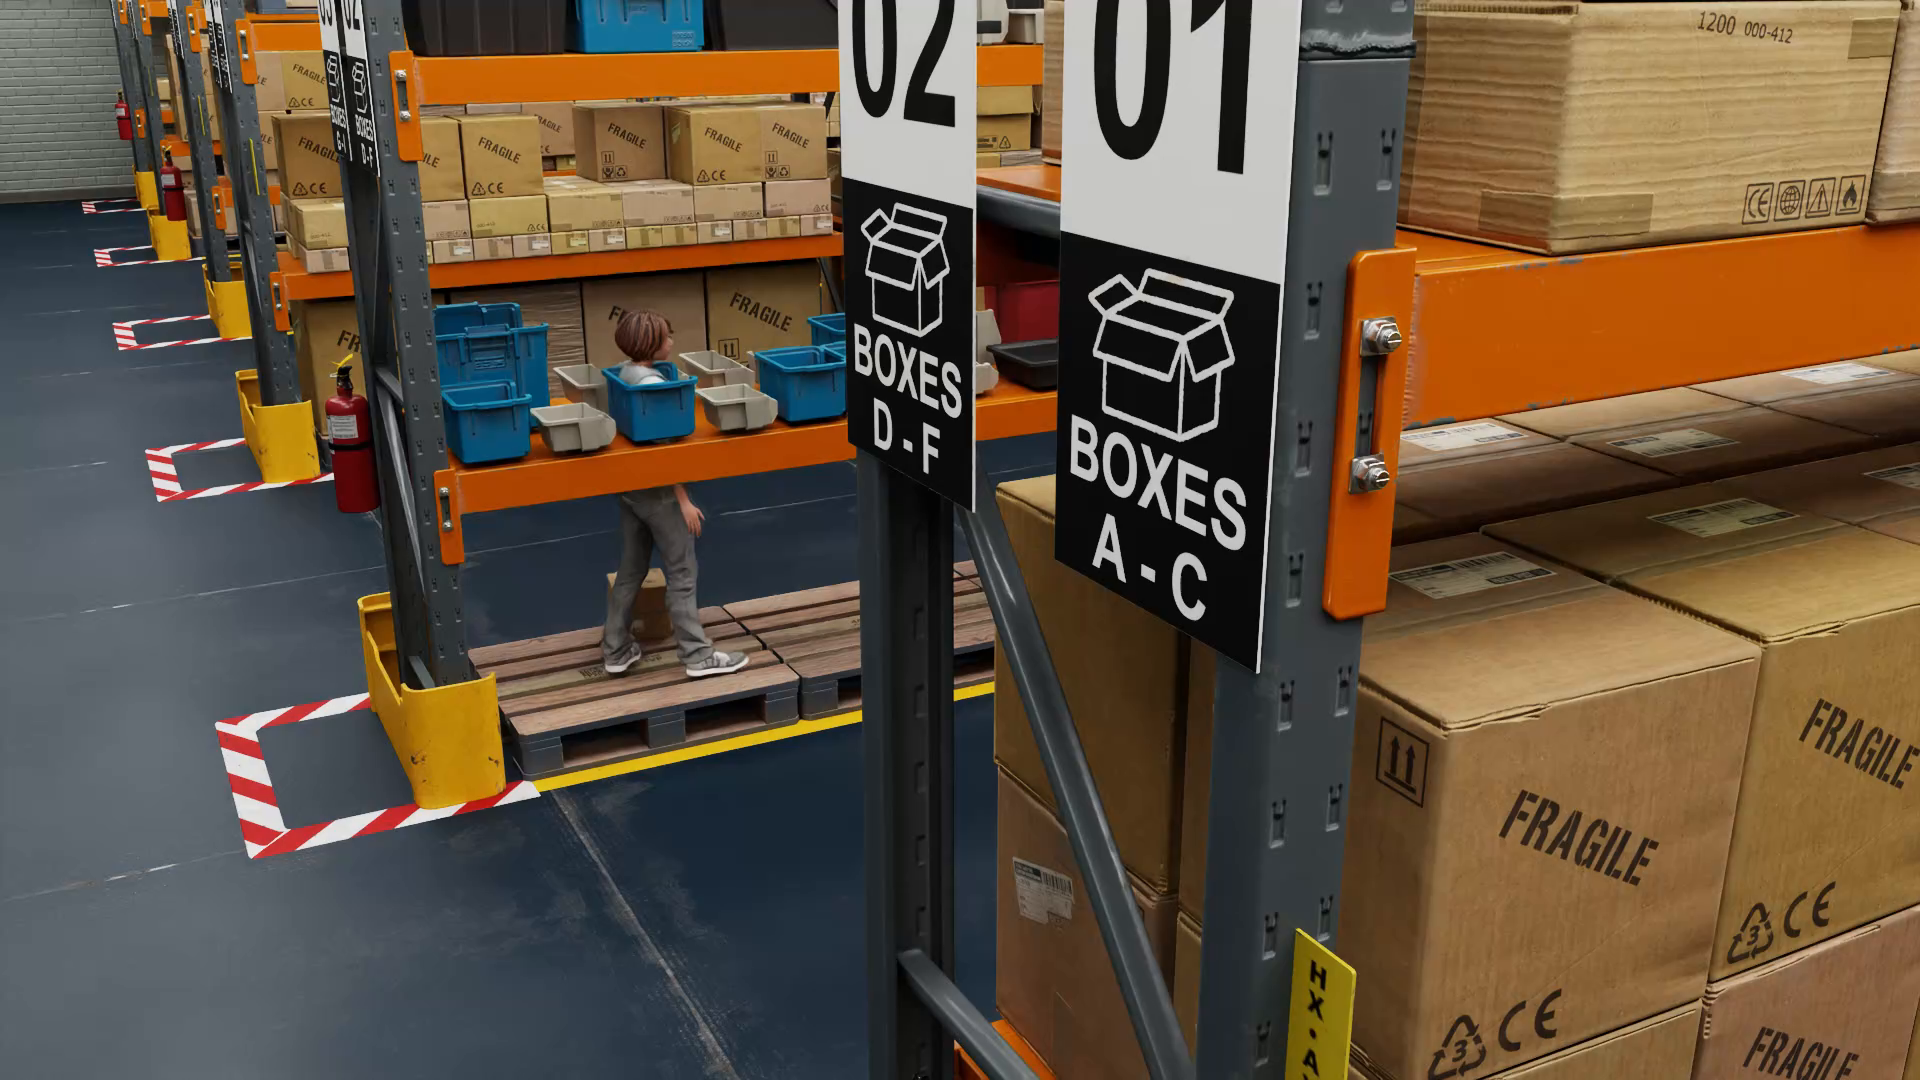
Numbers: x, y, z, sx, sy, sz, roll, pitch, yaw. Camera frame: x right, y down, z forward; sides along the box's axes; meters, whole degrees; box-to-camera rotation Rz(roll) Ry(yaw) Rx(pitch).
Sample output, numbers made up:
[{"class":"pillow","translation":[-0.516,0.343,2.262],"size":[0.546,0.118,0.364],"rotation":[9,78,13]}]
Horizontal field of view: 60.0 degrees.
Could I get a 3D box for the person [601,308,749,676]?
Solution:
[{"class":"person","translation":[-1.223,-0.183,6.925],"size":[0.574,1.582,0.588],"rotation":[-11,22,-29]}]
